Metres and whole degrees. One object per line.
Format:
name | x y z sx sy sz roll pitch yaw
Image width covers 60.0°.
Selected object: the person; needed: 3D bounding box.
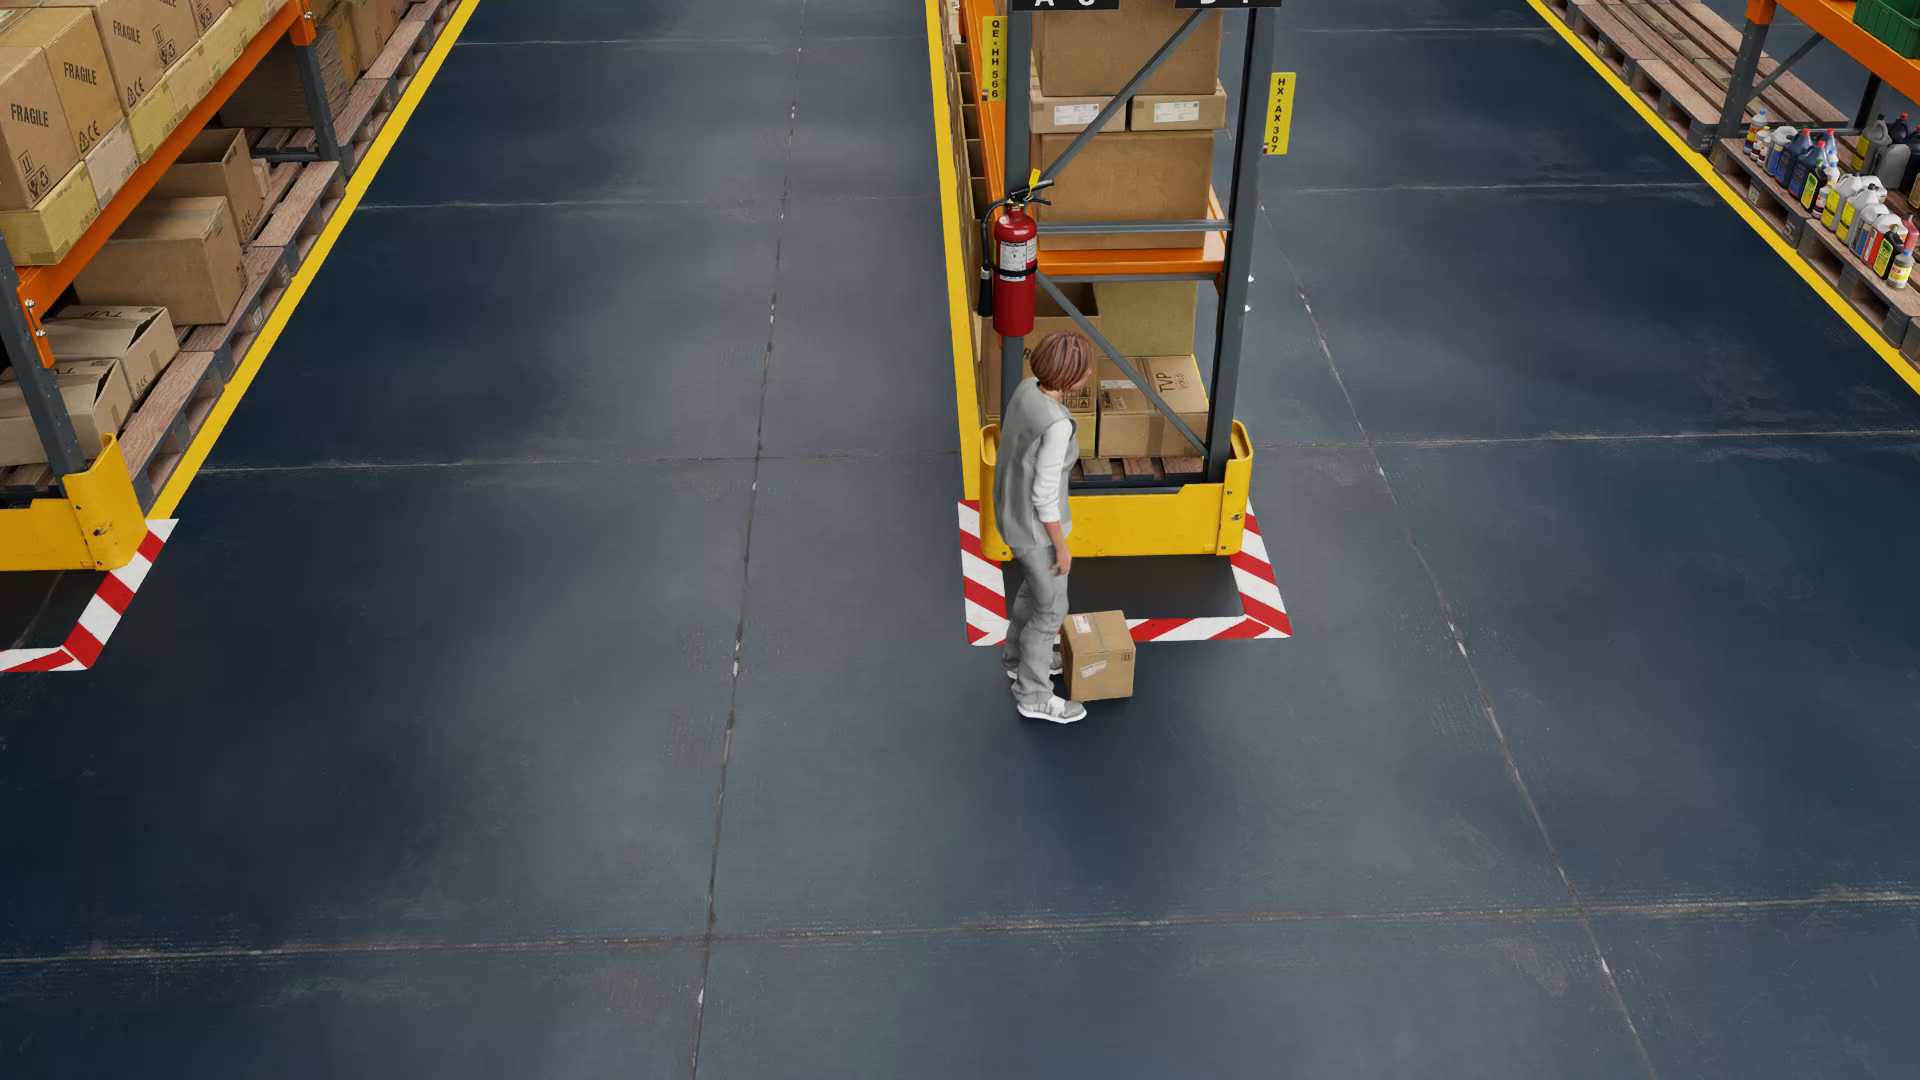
person | 0.304 -0.055 6.232 0.344 1.593 0.486 -6 36 -8
